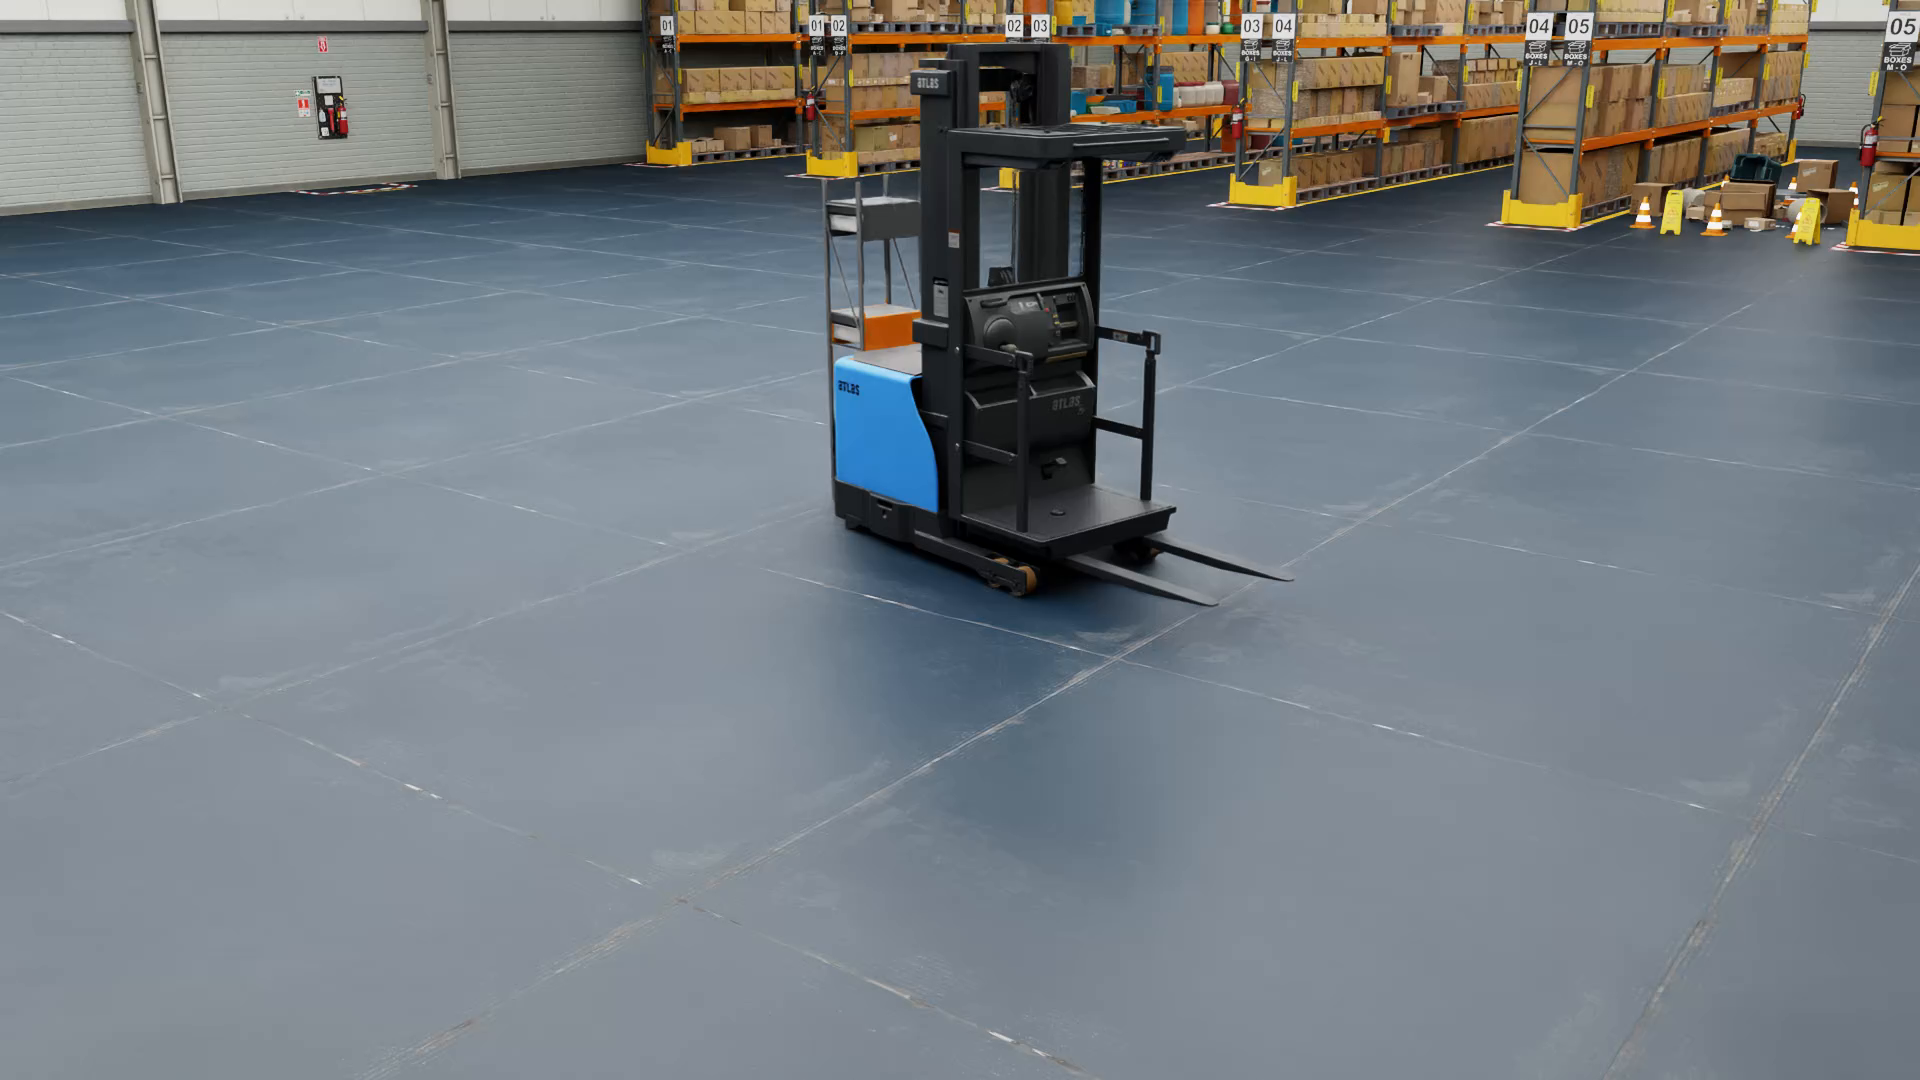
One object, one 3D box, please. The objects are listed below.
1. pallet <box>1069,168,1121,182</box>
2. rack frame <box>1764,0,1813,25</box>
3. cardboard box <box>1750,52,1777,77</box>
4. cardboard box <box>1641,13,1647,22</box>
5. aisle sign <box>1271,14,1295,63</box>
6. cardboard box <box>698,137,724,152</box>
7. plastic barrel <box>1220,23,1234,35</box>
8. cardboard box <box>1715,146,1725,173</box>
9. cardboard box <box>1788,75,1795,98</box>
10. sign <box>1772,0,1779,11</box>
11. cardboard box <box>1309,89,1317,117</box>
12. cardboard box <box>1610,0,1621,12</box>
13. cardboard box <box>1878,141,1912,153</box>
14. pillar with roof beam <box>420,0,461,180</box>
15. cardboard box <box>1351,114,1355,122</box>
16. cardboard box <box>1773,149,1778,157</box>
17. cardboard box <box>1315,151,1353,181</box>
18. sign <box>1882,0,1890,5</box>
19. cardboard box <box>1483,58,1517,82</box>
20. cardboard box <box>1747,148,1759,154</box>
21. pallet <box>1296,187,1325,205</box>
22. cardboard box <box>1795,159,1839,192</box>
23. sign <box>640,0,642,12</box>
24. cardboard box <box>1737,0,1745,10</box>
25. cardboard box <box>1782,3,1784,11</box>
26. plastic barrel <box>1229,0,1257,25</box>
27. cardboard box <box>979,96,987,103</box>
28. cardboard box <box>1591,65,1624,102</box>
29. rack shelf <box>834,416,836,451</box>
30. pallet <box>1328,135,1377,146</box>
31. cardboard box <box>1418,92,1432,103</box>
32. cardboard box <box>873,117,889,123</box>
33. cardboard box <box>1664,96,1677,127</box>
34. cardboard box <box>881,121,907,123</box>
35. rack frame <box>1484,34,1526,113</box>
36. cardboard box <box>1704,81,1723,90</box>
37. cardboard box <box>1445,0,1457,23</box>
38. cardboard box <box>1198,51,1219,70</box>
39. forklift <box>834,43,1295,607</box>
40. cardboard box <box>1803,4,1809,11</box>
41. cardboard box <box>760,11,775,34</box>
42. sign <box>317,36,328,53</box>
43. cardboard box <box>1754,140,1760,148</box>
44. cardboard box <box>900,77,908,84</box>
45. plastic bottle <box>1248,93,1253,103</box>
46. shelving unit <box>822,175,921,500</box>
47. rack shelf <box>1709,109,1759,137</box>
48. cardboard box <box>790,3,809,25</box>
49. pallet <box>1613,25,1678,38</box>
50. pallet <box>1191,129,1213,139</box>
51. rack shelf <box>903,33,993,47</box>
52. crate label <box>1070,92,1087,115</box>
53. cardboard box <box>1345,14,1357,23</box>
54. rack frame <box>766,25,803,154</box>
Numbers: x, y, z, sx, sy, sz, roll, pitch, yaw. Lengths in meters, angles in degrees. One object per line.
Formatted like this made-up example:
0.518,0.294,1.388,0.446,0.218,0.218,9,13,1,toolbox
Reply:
2.529,-7.396,33.703,1.003,0.211,1.213,12,21,35,pallet
18.740,-13.119,37.316,1.000,3.000,0.127,12,21,35,rack frame
17.118,-10.159,35.544,0.500,0.500,0.500,12,21,33,cardboard box
11.025,-8.572,27.277,0.380,0.149,0.250,13,21,36,cardboard box
5.488,-8.517,28.230,0.394,0.787,0.004,12,21,35,aisle sign
-5.826,-9.180,38.540,0.500,0.311,0.500,15,22,39,cardboard box
5.967,-11.415,37.148,0.294,0.245,0.294,0,17,0,plastic barrel
14.897,-7.599,33.163,0.500,0.500,0.500,13,21,35,cardboard box
18.368,-10.170,37.264,0.500,0.500,0.500,12,21,34,cardboard box
16.805,-11.072,34.245,0.100,0.325,0.005,12,21,35,sign
5.835,-7.800,29.633,0.875,0.500,0.500,12,21,35,cardboard box
10.002,-8.385,26.005,0.500,0.250,0.500,12,21,34,cardboard box
13.294,-5.599,23.641,0.380,0.149,0.250,13,22,37,cardboard box
-7.046,-10.964,30.378,9.100,9.000,0.400,12,21,35,pillar with roof beam
7.107,-7.851,30.891,0.380,0.149,0.250,12,21,35,cardboard box
18.057,-8.671,37.207,0.380,0.149,0.250,11,21,32,cardboard box
7.061,-7.077,31.483,0.500,0.500,0.500,-12,21,-33,cardboard box
12.809,-7.551,22.950,0.100,0.325,0.005,12,21,35,sign
12.060,-10.575,37.380,0.797,0.503,0.637,12,21,33,cardboard box
16.830,-8.312,35.550,0.380,0.149,0.250,14,22,37,cardboard box
5.841,-6.217,29.909,1.003,0.211,1.213,12,21,35,pallet
14.178,-6.021,27.511,0.500,0.500,0.500,12,21,35,cardboard box
-7.084,-11.928,37.045,0.100,0.325,0.005,12,21,35,sign
15.331,-10.639,33.505,0.797,0.503,0.637,12,21,34,cardboard box
17.347,-11.366,35.465,0.380,0.149,0.250,12,21,33,cardboard box
6.413,-12.097,37.651,0.600,0.830,0.708,12,21,35,plastic barrel
0.406,-10.103,38.142,0.380,0.149,0.250,12,21,35,cardboard box
10.156,-7.369,26.841,0.875,0.550,0.550,12,21,35,cardboard box
-0.537,-0.599,11.025,0.480,0.518,0.431,-14,21,-37,rack shelf
10.317,-10.509,43.727,1.003,0.211,1.213,12,21,35,pallet
9.274,-8.941,33.495,0.396,0.266,0.258,12,21,33,cardboard box
-2.271,-10.711,43.149,0.700,0.500,0.500,13,21,35,cardboard box
12.420,-7.642,29.625,0.500,0.500,0.500,13,21,35,cardboard box
-1.410,-9.000,36.832,0.500,0.500,0.500,12,21,35,cardboard box
12.434,-10.202,38.038,1.000,3.000,0.127,12,21,35,rack frame
14.712,-8.911,32.594,0.380,0.149,0.250,12,21,34,cardboard box
9.670,-10.686,33.528,0.500,0.500,0.500,12,21,35,cardboard box
6.819,-13.277,46.085,0.500,0.500,0.500,12,21,34,cardboard box
0.545,-1.259,9.354,1.130,2.935,3.031,-14,22,-38,forklift
18.778,-11.913,37.228,0.380,0.149,0.250,12,21,34,cardboard box
-4.681,-12.130,38.987,0.500,0.500,0.500,10,20,30,cardboard box
-12.091,-9.401,31.550,0.001,0.298,0.199,12,21,35,sign
16.940,-8.525,35.734,0.380,0.149,0.250,14,22,37,cardboard box
-1.347,-9.874,35.720,0.380,0.149,0.250,13,21,35,cardboard box
6.590,-10.111,37.955,0.152,0.276,0.135,12,21,35,plastic bottle
-0.544,-1.283,10.821,0.503,2.100,0.431,-14,21,-37,shelving unit
15.165,-8.481,33.711,1.077,0.370,4.000,12,21,35,rack shelf
-3.877,-12.719,40.210,0.500,0.500,0.500,16,24,42,cardboard box
12.097,-8.964,29.317,0.805,0.209,1.217,11,21,33,pallet
6.344,-11.366,46.489,1.003,0.211,1.213,12,21,35,pallet
-0.692,-13.440,44.621,1.077,0.370,4.000,12,21,35,rack shelf
2.185,-8.722,33.213,0.502,0.435,0.616,12,21,35,crate label
6.924,-9.404,29.993,0.380,0.149,0.250,14,22,37,cardboard box
-4.267,-10.922,40.358,1.000,3.000,0.127,12,21,35,rack frame
